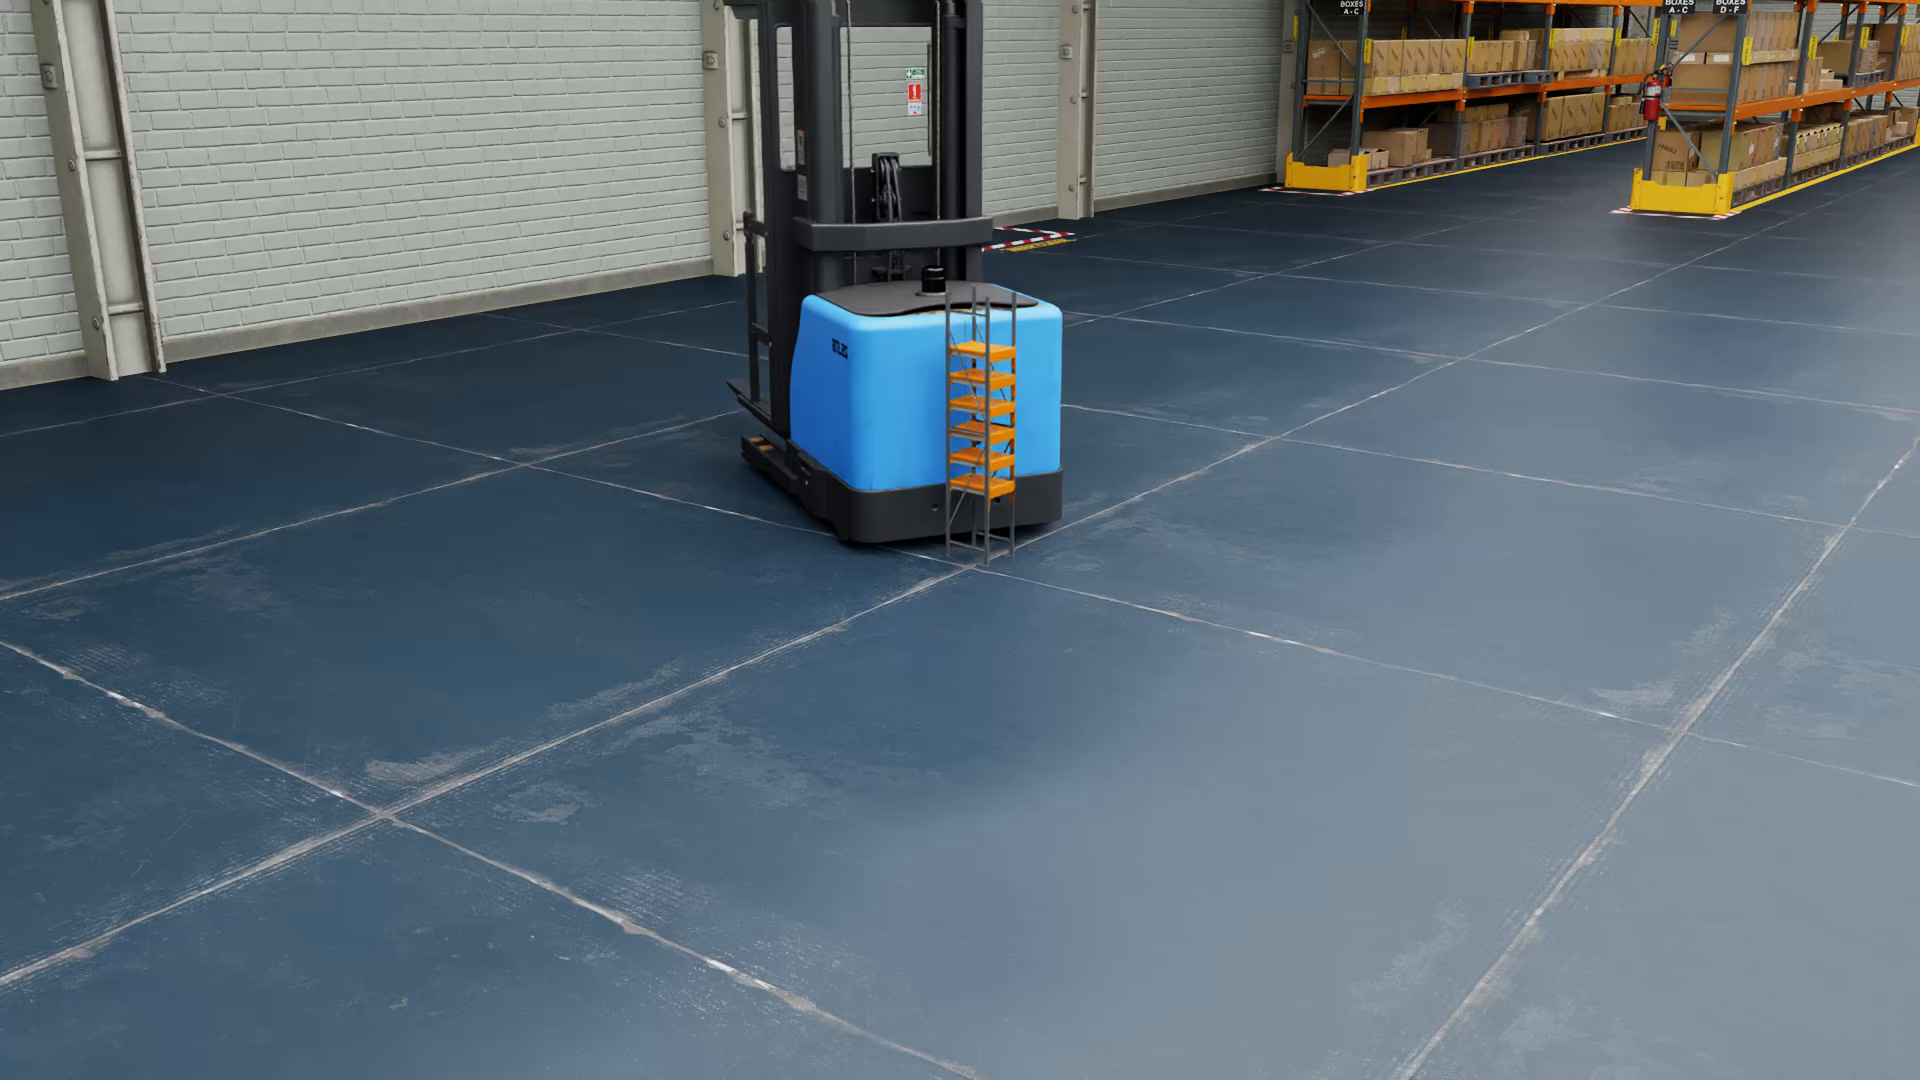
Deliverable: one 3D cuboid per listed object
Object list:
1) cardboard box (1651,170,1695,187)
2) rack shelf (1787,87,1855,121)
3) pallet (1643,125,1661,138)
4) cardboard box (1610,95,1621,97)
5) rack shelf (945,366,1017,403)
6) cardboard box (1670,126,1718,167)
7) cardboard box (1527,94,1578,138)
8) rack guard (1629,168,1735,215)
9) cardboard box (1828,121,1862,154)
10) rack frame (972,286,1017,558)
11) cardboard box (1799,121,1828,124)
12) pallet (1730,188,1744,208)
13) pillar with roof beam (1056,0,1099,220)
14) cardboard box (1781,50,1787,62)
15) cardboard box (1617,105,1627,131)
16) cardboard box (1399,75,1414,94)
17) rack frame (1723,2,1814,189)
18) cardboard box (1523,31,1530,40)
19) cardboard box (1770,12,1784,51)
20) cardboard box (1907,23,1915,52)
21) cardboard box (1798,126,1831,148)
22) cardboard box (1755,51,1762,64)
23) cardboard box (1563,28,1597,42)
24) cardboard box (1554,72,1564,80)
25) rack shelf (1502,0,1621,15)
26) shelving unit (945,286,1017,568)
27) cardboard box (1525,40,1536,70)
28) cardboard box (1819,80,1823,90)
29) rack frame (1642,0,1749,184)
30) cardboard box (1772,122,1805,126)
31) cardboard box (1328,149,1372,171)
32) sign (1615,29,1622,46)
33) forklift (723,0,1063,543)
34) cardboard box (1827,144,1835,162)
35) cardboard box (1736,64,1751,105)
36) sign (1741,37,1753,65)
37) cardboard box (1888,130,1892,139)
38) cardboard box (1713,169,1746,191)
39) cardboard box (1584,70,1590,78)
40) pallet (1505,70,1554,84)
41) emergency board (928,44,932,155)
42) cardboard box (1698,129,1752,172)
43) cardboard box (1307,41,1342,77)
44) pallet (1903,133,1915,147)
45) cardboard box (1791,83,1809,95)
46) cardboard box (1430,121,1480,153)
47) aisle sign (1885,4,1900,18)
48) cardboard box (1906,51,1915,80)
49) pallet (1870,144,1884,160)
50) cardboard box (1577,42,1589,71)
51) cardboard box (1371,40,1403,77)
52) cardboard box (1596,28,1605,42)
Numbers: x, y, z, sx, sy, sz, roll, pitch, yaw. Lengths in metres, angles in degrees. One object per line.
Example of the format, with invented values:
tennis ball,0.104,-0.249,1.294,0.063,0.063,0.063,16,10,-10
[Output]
cardboard box,9.340,-4.740,21.879,0.500,0.250,0.500,12,21,35
rack shelf,12.833,-6.759,25.663,1.077,0.370,4.000,12,21,35
pallet,14.397,-8.822,35.798,1.003,0.211,1.213,12,21,35
cardboard box,13.634,-9.253,34.897,0.380,0.149,0.250,13,21,35
rack shelf,0.090,-0.678,7.245,0.258,0.103,0.180,14,22,37
cardboard box,9.922,-5.340,22.545,0.500,0.500,0.500,12,21,35
cardboard box,11.115,-7.986,31.320,0.750,0.750,0.750,12,21,34
rack guard,9.244,-4.474,21.307,1.175,0.500,0.348,12,21,35
cardboard box,14.833,-6.778,27.987,0.500,0.500,0.500,12,21,33
rack frame,0.147,-0.512,7.370,0.240,1.200,0.006,14,22,37
cardboard box,14.393,-6.859,28.247,0.500,0.500,0.500,13,22,37
pallet,9.680,-4.531,21.978,1.003,0.211,1.213,12,21,35
pillar with roof beam,4.882,-7.542,16.858,9.100,9.000,0.400,12,21,35
cardboard box,11.193,-6.697,22.988,0.380,0.149,0.250,12,21,35
cardboard box,13.257,-8.692,34.181,0.700,0.500,0.500,12,21,34
cardboard box,6.429,-6.792,24.777,0.500,0.250,0.500,12,21,34
rack frame,11.641,-6.626,24.022,1.000,3.000,0.127,12,21,35
cardboard box,9.863,-8.933,29.448,0.380,0.149,0.250,9,20,28
cardboard box,10.783,-6.947,22.699,0.700,0.500,0.500,12,21,35
cardboard box,17.222,-9.242,30.592,0.500,0.500,0.500,12,21,33
cardboard box,13.303,-6.321,26.023,0.500,0.311,0.500,12,21,34
cardboard box,10.278,-6.332,21.814,0.380,0.149,0.250,12,21,33
cardboard box,11.738,-9.565,31.519,0.500,0.250,0.500,13,21,36
cardboard box,10.810,-8.487,30.405,0.380,0.149,0.250,13,22,36
rack shelf,11.236,-10.018,31.102,1.077,0.370,4.000,12,21,35
shelving unit,0.090,-0.491,7.303,0.258,1.200,0.189,14,22,37
cardboard box,9.772,-8.597,29.460,0.700,0.500,0.500,10,20,28
cardboard box,13.310,-7.145,26.117,0.380,0.149,0.250,14,22,39
rack frame,9.258,-5.673,20.954,1.000,3.000,0.127,12,21,35
cardboard box,13.477,-6.661,27.118,0.500,0.311,0.500,13,22,37
cardboard box,5.762,-5.622,24.583,0.500,0.311,0.500,10,20,29
sign,12.869,-9.827,32.513,0.100,0.325,0.005,12,21,35
forklift,-0.540,-1.782,8.540,1.130,2.935,3.031,-7,19,-21
cardboard box,13.603,-6.174,26.496,0.500,0.250,0.500,12,21,34
cardboard box,9.855,-5.956,21.696,0.700,0.500,0.500,13,22,36
sign,9.700,-6.025,20.494,0.100,0.325,0.005,12,21,35
cardboard box,17.339,-7.658,31.381,0.380,0.166,0.250,12,21,35
cardboard box,10.051,-4.769,21.970,0.500,0.250,0.500,12,21,35
cardboard box,11.822,-8.927,31.822,0.380,0.149,0.250,12,21,35
pallet,9.705,-8.173,29.327,1.213,0.211,1.003,12,21,35
emergency board,-0.078,-4.856,18.324,0.194,1.169,0.643,12,21,35
cardboard box,10.052,-5.126,21.858,0.500,0.500,0.500,12,21,35
cardboard box,5.387,-6.993,24.161,0.500,0.500,0.500,12,21,34
pallet,18.272,-7.944,32.969,1.003,0.211,1.213,12,21,35
cardboard box,12.333,-6.681,24.623,0.380,0.149,0.250,12,21,35
cardboard box,8.353,-6.827,28.143,0.700,0.500,0.500,12,21,34
aisle sign,18.596,-10.794,33.060,0.394,0.787,0.004,12,21,35
cardboard box,17.533,-8.893,31.156,0.500,0.500,0.500,12,21,34
pallet,15.954,-6.999,29.926,1.003,0.211,1.213,12,21,35
cardboard box,11.459,-9.089,31.251,0.500,0.500,0.500,13,22,36
cardboard box,6.106,-7.020,24.247,0.500,0.500,0.500,12,21,35
cardboard box,12.042,-9.687,31.910,0.500,0.250,0.500,13,21,36
